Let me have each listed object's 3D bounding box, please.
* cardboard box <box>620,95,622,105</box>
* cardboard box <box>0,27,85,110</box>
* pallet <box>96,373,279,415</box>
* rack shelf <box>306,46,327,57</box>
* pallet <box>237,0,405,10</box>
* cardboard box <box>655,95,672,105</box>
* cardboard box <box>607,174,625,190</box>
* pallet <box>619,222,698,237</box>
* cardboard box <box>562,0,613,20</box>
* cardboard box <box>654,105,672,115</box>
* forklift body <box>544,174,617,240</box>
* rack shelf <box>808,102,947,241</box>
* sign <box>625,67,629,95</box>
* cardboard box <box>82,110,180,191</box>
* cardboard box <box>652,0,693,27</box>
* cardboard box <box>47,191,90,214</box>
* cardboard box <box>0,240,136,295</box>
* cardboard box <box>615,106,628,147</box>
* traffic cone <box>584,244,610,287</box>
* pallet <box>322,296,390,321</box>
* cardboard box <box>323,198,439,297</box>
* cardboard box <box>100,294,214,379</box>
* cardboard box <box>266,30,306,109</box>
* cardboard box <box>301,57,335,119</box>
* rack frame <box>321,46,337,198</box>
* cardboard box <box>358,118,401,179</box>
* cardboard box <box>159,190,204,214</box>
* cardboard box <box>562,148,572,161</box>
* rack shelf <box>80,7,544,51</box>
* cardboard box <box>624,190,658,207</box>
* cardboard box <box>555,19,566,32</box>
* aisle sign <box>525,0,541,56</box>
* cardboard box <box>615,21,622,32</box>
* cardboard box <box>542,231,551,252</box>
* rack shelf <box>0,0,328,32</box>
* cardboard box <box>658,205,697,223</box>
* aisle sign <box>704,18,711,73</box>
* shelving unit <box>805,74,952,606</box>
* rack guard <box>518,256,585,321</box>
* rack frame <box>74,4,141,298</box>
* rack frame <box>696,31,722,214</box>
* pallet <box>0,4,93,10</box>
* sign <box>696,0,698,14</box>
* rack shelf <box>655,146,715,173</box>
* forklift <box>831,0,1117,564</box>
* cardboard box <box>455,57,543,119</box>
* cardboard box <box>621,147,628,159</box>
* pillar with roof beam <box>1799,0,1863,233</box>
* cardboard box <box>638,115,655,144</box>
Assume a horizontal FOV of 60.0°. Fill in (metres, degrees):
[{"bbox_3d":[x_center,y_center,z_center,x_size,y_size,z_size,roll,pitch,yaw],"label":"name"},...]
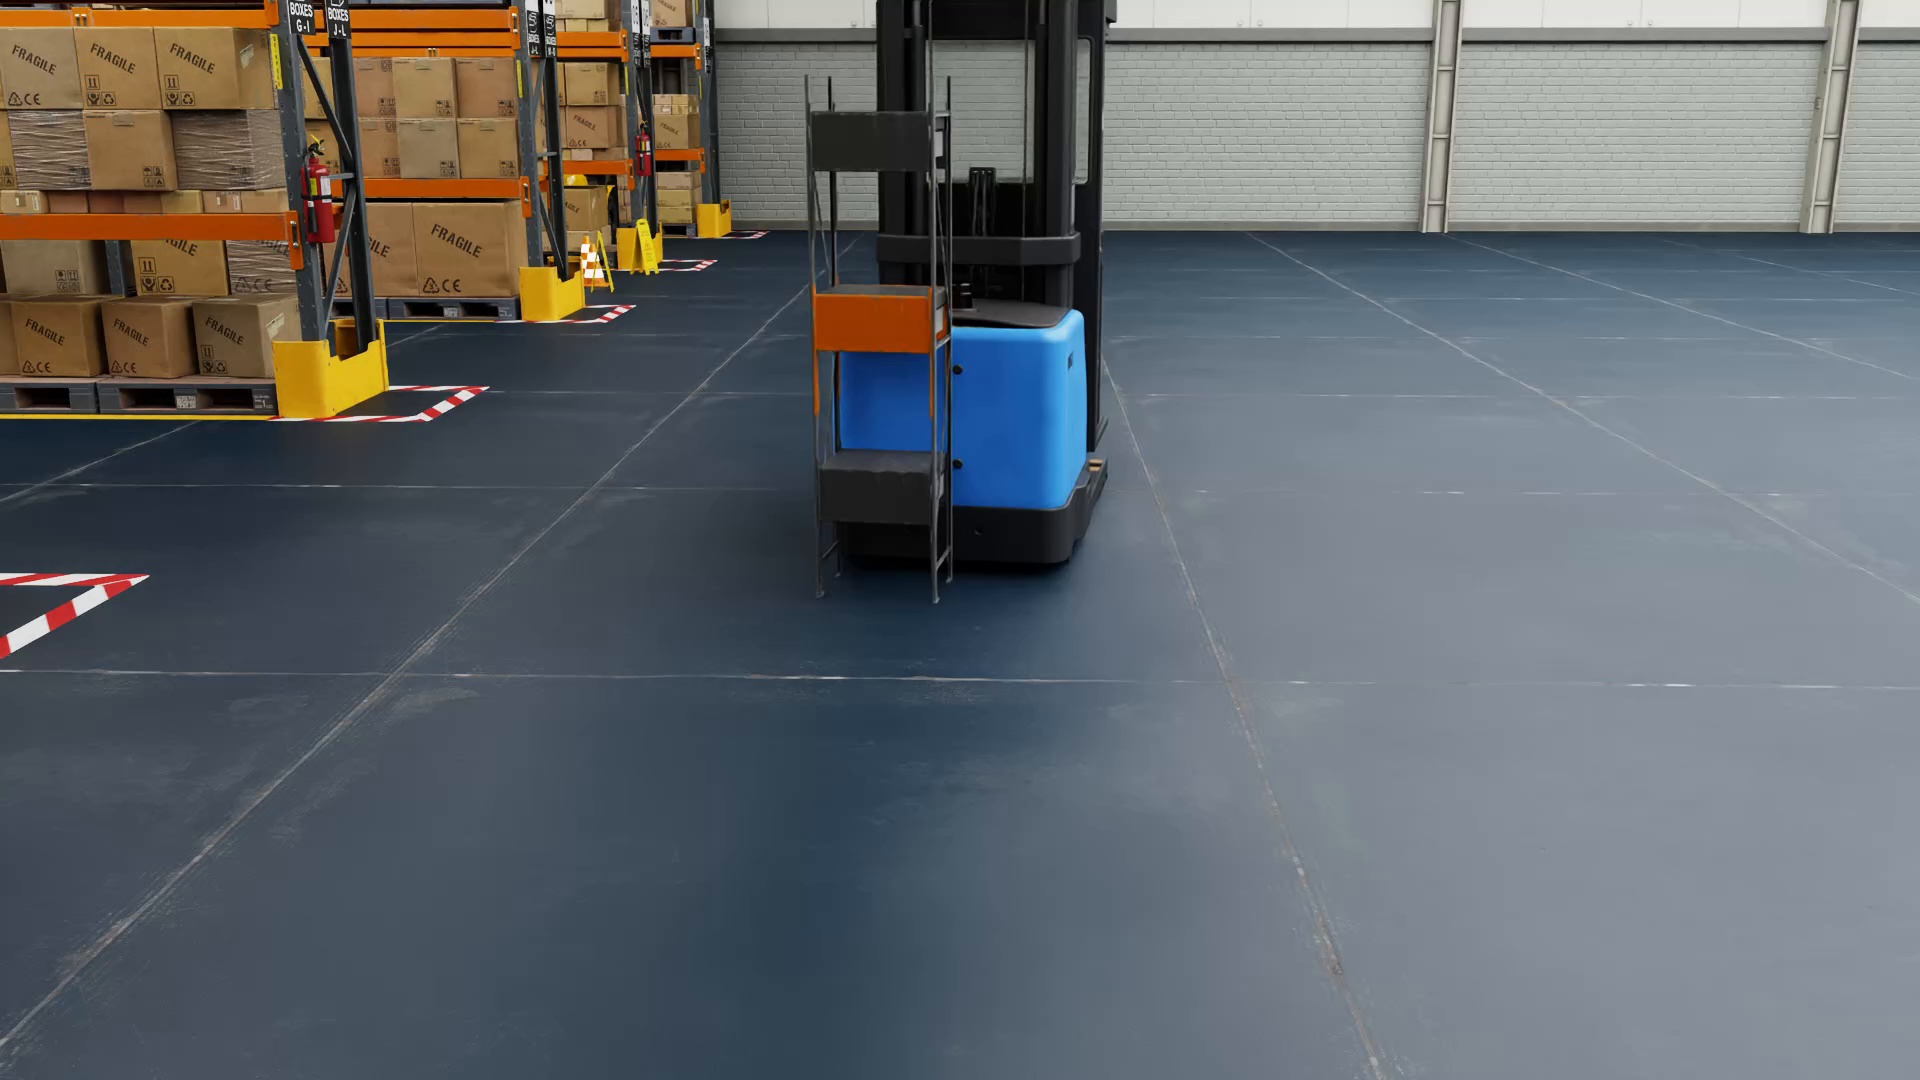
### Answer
[{"bbox_3d":[-5.210,-6.623,25.013,0.250,0.149,0.380,1,15,3],"label":"cardboard box"},{"bbox_3d":[-5.759,-3.015,10.649,0.500,0.500,0.500,0,15,1],"label":"cardboard box"},{"bbox_3d":[-5.090,-1.060,11.442,1.213,0.211,1.003,0,15,1],"label":"pallet"},{"bbox_3d":[-9.948,-6.062,20.467,4.000,0.370,1.077,0,15,1],"label":"rack shelf"},{"bbox_3d":[-5.940,-5.074,15.487,1.213,0.211,1.003,0,15,1],"label":"pallet"},{"bbox_3d":[-4.438,-6.634,25.055,0.250,0.149,0.380,0,15,2],"label":"cardboard box"},{"bbox_3d":[-5.310,-5.469,25.297,0.500,0.250,0.500,1,15,2],"label":"cardboard box"},{"bbox_3d":[-4.592,-4.832,25.742,1.213,0.211,1.003,0,15,1],"label":"pallet"},{"bbox_3d":[-4.468,-6.377,19.960,0.500,0.250,0.500,0,15,1],"label":"cardboard box"},{"bbox_3d":[-4.437,-6.473,25.027,0.250,0.149,0.380,1,15,2],"label":"cardboard box"},{"bbox_3d":[-5.769,-5.323,23.799,1.214,2.155,2.313,0,15,1],"label":"forklift body"},{"bbox_3d":[-0.314,-1.471,6.610,0.480,0.518,0.431,2,15,9],"label":"rack shelf"},{"bbox_3d":[-3.984,-5.492,19.885,0.005,0.325,0.100,0,15,1],"label":"sign"},{"bbox_3d":[-5.255,-2.569,10.916,0.500,0.500,0.875,0,15,1],"label":"cardboard box"},{"bbox_3d":[-4.276,-7.877,24.721,0.500,0.500,0.500,1,15,3],"label":"cardboard box"},{"bbox_3d":[-5.743,-2.225,10.885,0.250,0.149,0.380,0,15,1],"label":"cardboard box"},{"bbox_3d":[-8.597,-2.780,16.083,0.750,0.750,1.050,0,15,1],"label":"cardboard box"},{"bbox_3d":[-4.416,-5.186,20.839,0.500,0.500,0.500,0,15,1],"label":"cardboard box"},{"bbox_3d":[-4.101,-3.082,18.616,0.334,0.463,0.336,0,15,1],"label":"traffic cone"},{"bbox_3d":[-5.993,-2.303,16.155,1.213,0.211,1.003,0,15,1],"label":"pallet"},{"bbox_3d":[-5.535,-2.826,16.012,0.875,0.875,0.875,0,15,1],"label":"cardboard box"},{"bbox_3d":[-5.425,-1.391,11.309,0.500,0.500,0.500,4,15,16],"label":"cardboard box"},{"bbox_3d":[-4.746,-3.142,11.129,0.500,0.500,0.500,0,15,1],"label":"cardboard box"},{"bbox_3d":[-5.987,-4.253,15.669,0.500,0.550,0.875,0,15,1],"label":"cardboard box"},{"bbox_3d":[-7.949,-4.946,20.708,0.127,3.000,1.000,0,15,1],"label":"rack frame"},{"bbox_3d":[-5.454,-3.754,15.896,0.550,0.550,0.875,0,15,1],"label":"cardboard box"},{"bbox_3d":[-4.994,-2.211,10.833,0.250,0.149,0.380,0,15,1],"label":"cardboard box"},{"bbox_3d":[-4.841,-4.727,20.370,0.250,0.149,0.380,0,15,0],"label":"cardboard box"},{"bbox_3d":[-5.975,-4.773,15.581,4.000,0.370,1.077,0,15,1],"label":"rack shelf"},{"bbox_3d":[-4.823,-5.231,25.374,0.500,0.250,0.500,0,15,1],"label":"cardboard box"},{"bbox_3d":[-4.828,-6.184,20.011,0.250,0.149,0.380,1,15,3],"label":"cardboard box"},{"bbox_3d":[-3.912,-4.837,15.199,0.004,0.787,0.394,0,15,1],"label":"aisle sign"},{"bbox_3d":[-4.273,-6.334,20.581,0.250,0.149,0.380,0,15,1],"label":"cardboard box"},{"bbox_3d":[-5.283,-3.736,20.687,0.500,0.250,0.500,0,15,2],"label":"cardboard box"},{"bbox_3d":[-6.202,-3.509,10.789,4.000,0.370,1.077,0,15,1],"label":"rack shelf"},{"bbox_3d":[-4.305,-4.982,25.411,0.500,0.250,0.500,0,15,2],"label":"cardboard box"},{"bbox_3d":[-3.769,-7.368,24.790,0.004,0.787,0.394,0,15,1],"label":"aisle sign"},{"bbox_3d":[-0.314,-0.808,6.785,0.503,2.100,0.431,2,15,9],"label":"shelving unit"},{"bbox_3d":[-3.951,-2.449,16.141,0.348,0.500,1.175,0,15,1],"label":"rack guard"},{"bbox_3d":[-7.974,-3.683,15.921,0.127,3.000,1.000,0,15,1],"label":"rack frame"},{"bbox_3d":[-3.827,-6.186,25.408,0.127,3.000,1.000,0,15,1],"label":"rack frame"},{"bbox_3d":[-8.892,-5.035,15.538,1.217,0.209,0.805,0,15,-1],"label":"pallet"},{"bbox_3d":[-3.855,-7.888,24.398,0.005,0.325,0.100,0,15,1],"label":"sign"},{"bbox_3d":[-5.826,-5.851,25.549,4.000,0.370,1.077,0,15,1],"label":"rack shelf"},{"bbox_3d":[0.186,-1.643,8.323,1.130,2.935,3.031,2,15,9],"label":"forklift"},{"bbox_3d":[-4.345,-4.264,15.712,0.550,0.550,0.875,0,15,1],"label":"cardboard box"},{"bbox_3d":[-4.284,-4.854,20.850,0.250,0.149,0.380,0,15,2],"label":"cardboard box"},{"bbox_3d":[13.384,-8.106,20.925,0.400,9.000,9.100,0,15,1],"label":"pillar with roof beam"},{"bbox_3d":[-4.844,-6.177,25.175,0.500,0.500,0.500,1,15,3],"label":"cardboard box"}]
